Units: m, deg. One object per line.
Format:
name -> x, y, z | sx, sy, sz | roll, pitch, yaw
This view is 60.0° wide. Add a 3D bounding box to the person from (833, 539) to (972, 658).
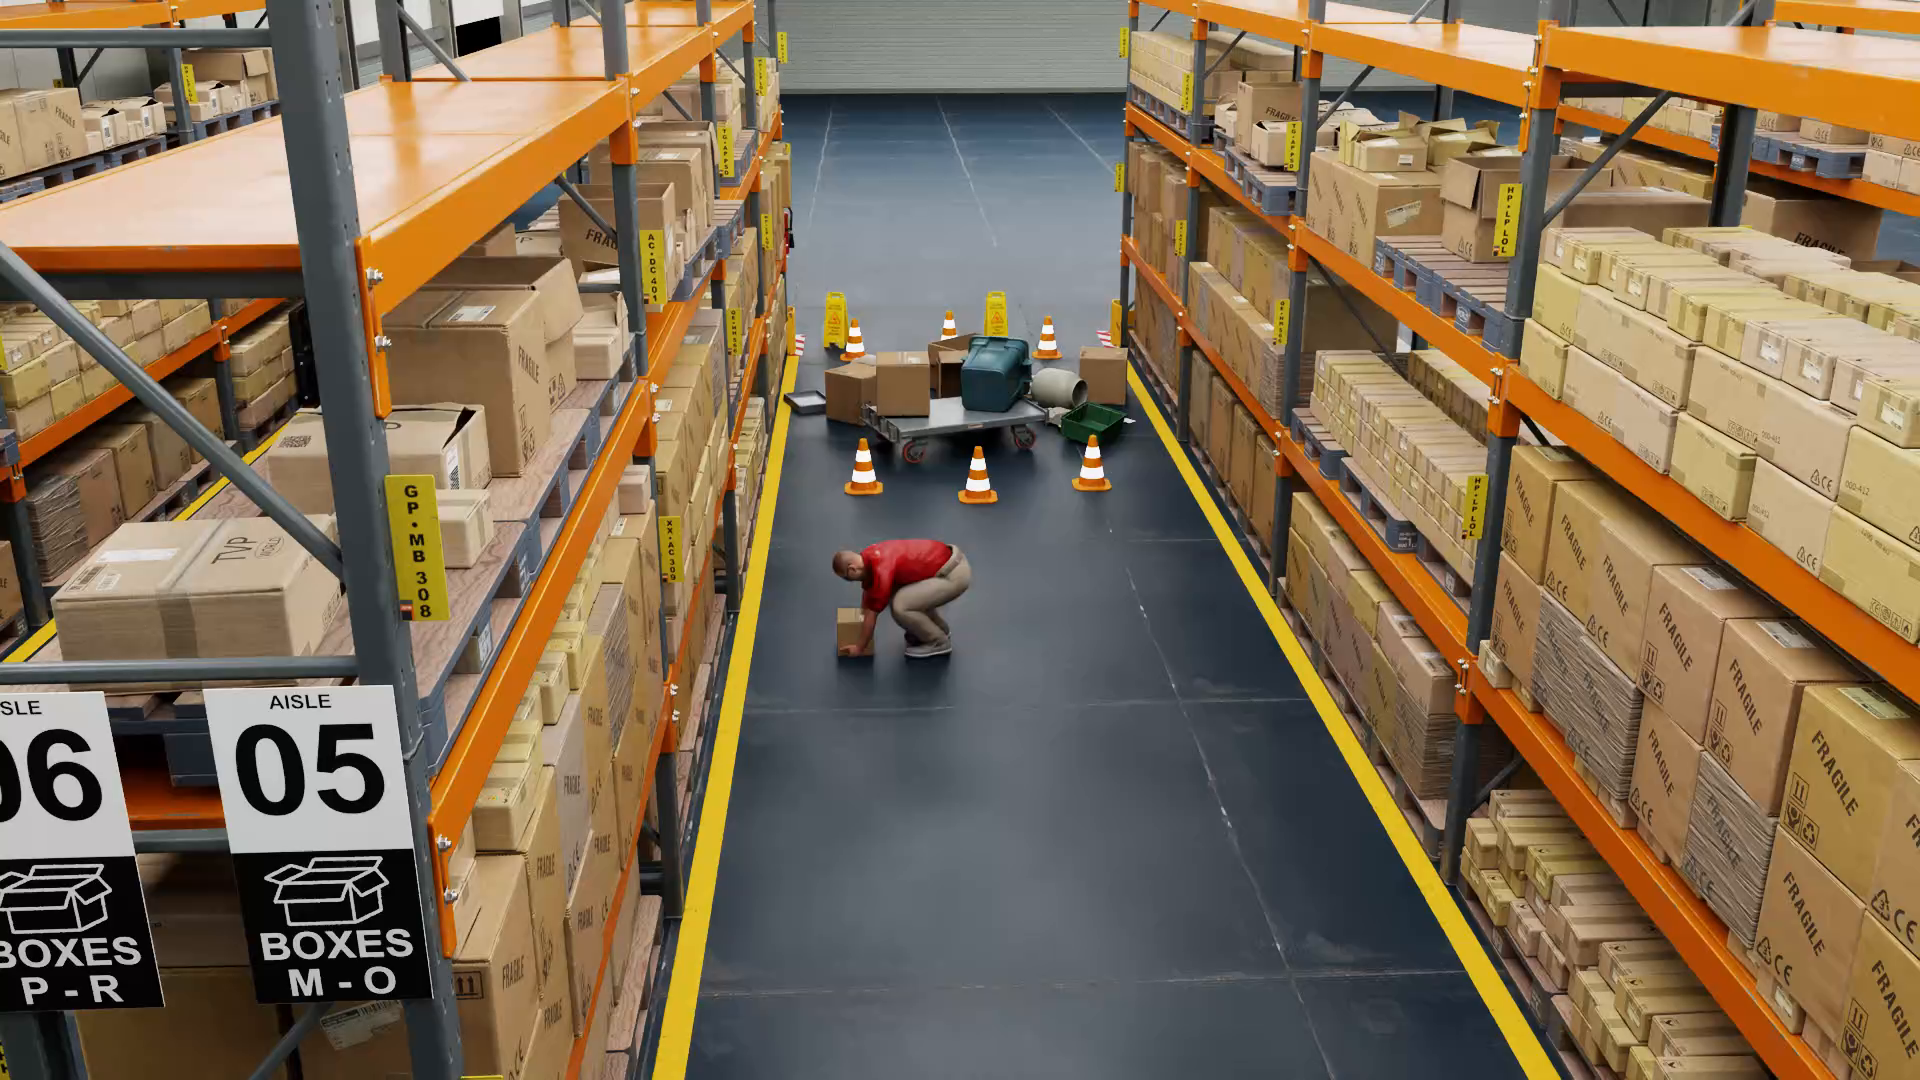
person -> -0.393, 0.394, 11.440 | 0.948, 0.795, 0.531 | -2, 20, -4
